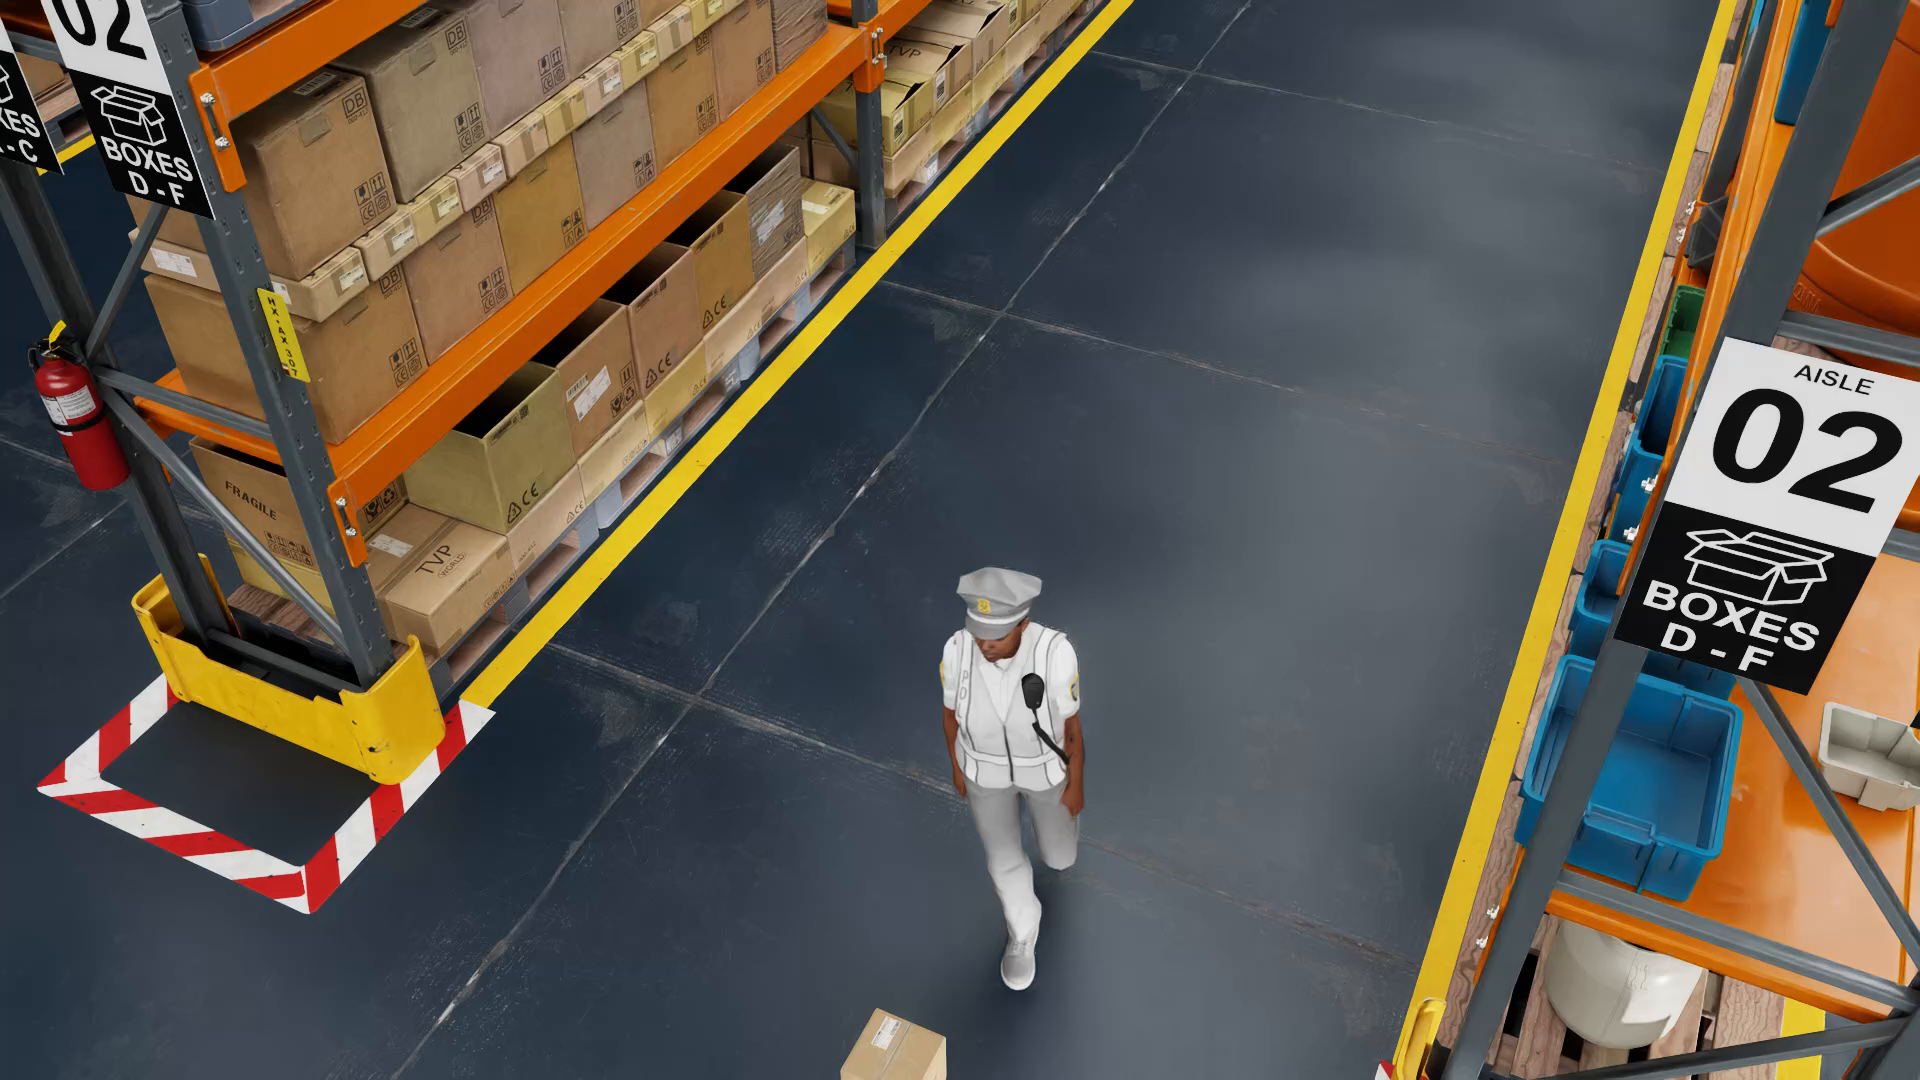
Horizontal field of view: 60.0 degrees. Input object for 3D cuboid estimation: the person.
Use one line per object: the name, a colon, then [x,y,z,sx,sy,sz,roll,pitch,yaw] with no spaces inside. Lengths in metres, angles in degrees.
person: [0.176,0.695,5.378,0.479,1.666,0.686,5,42,5]
